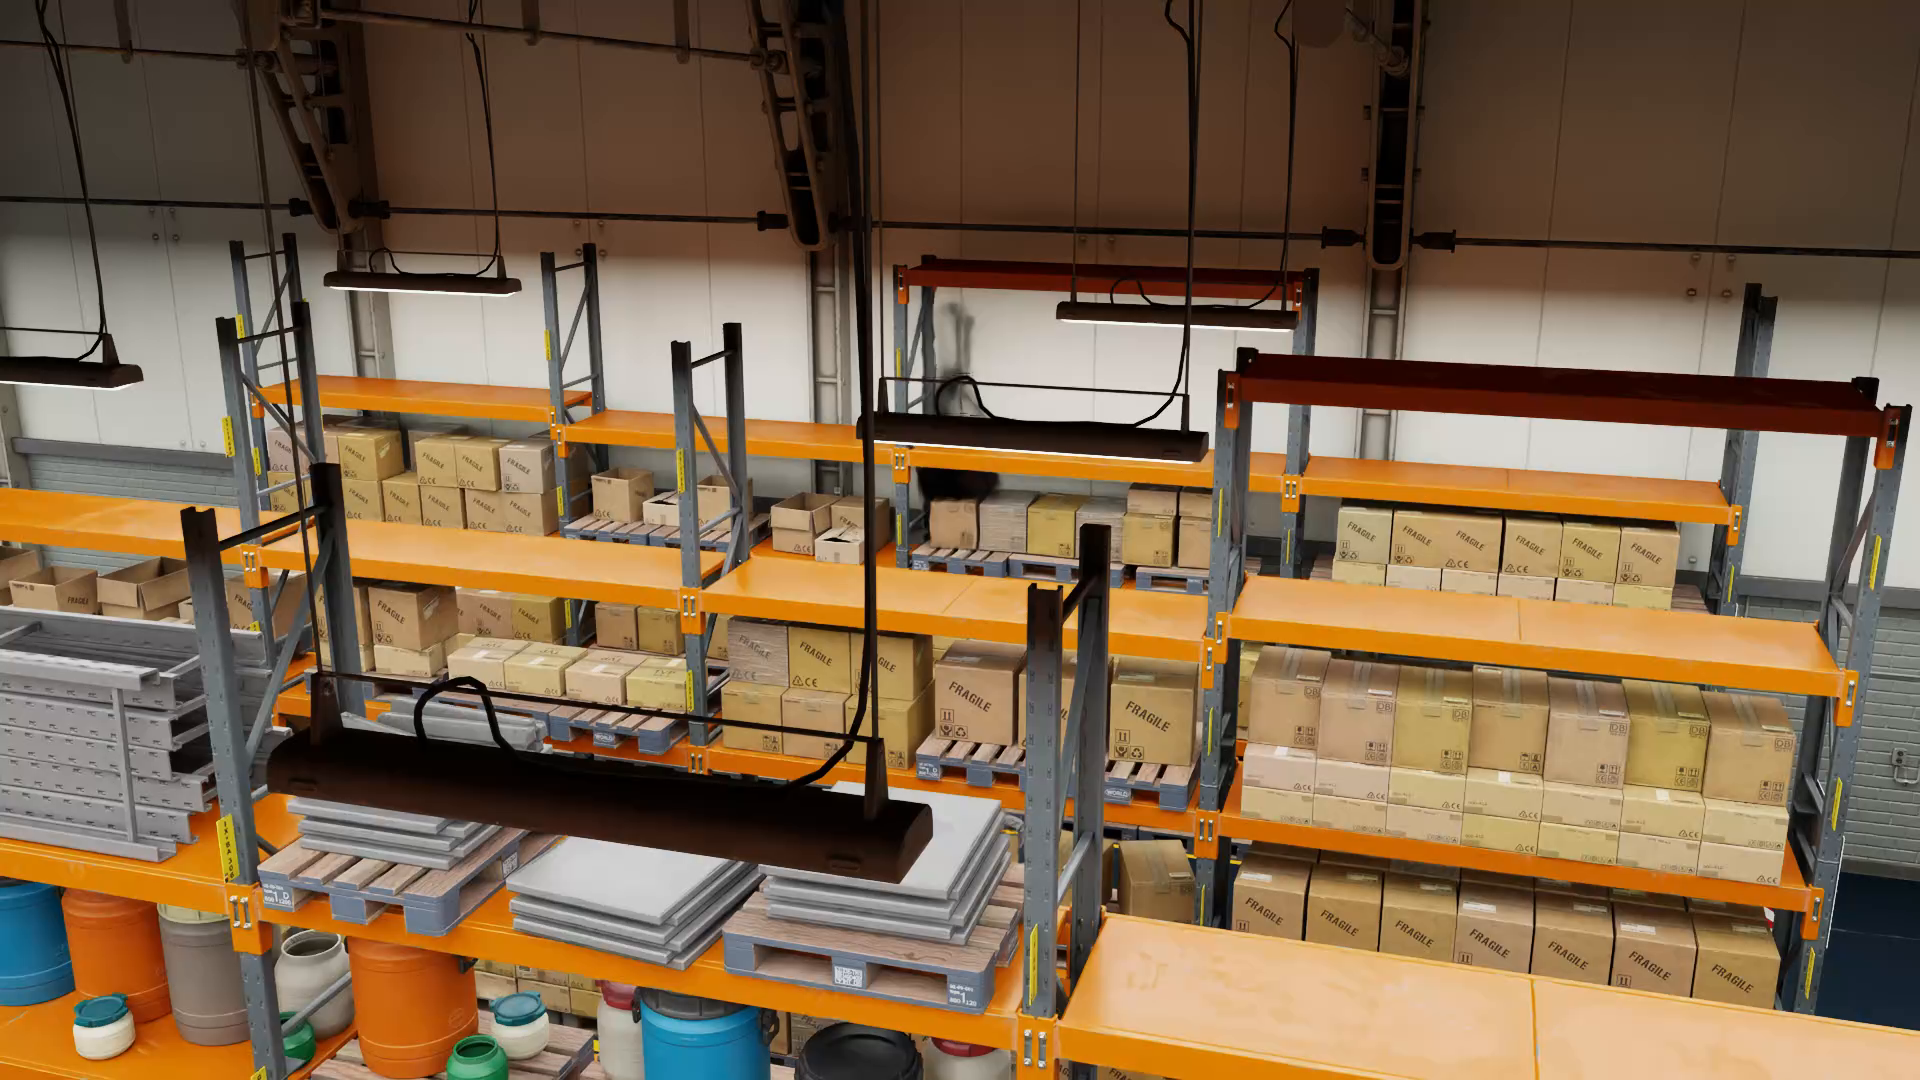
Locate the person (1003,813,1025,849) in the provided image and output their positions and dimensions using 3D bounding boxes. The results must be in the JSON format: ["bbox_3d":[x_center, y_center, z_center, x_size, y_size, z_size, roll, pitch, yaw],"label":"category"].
[{"bbox_3d":[0.307,2.390,16.254,0.842,1.779,0.683,1,16,4],"label":"person"}]
